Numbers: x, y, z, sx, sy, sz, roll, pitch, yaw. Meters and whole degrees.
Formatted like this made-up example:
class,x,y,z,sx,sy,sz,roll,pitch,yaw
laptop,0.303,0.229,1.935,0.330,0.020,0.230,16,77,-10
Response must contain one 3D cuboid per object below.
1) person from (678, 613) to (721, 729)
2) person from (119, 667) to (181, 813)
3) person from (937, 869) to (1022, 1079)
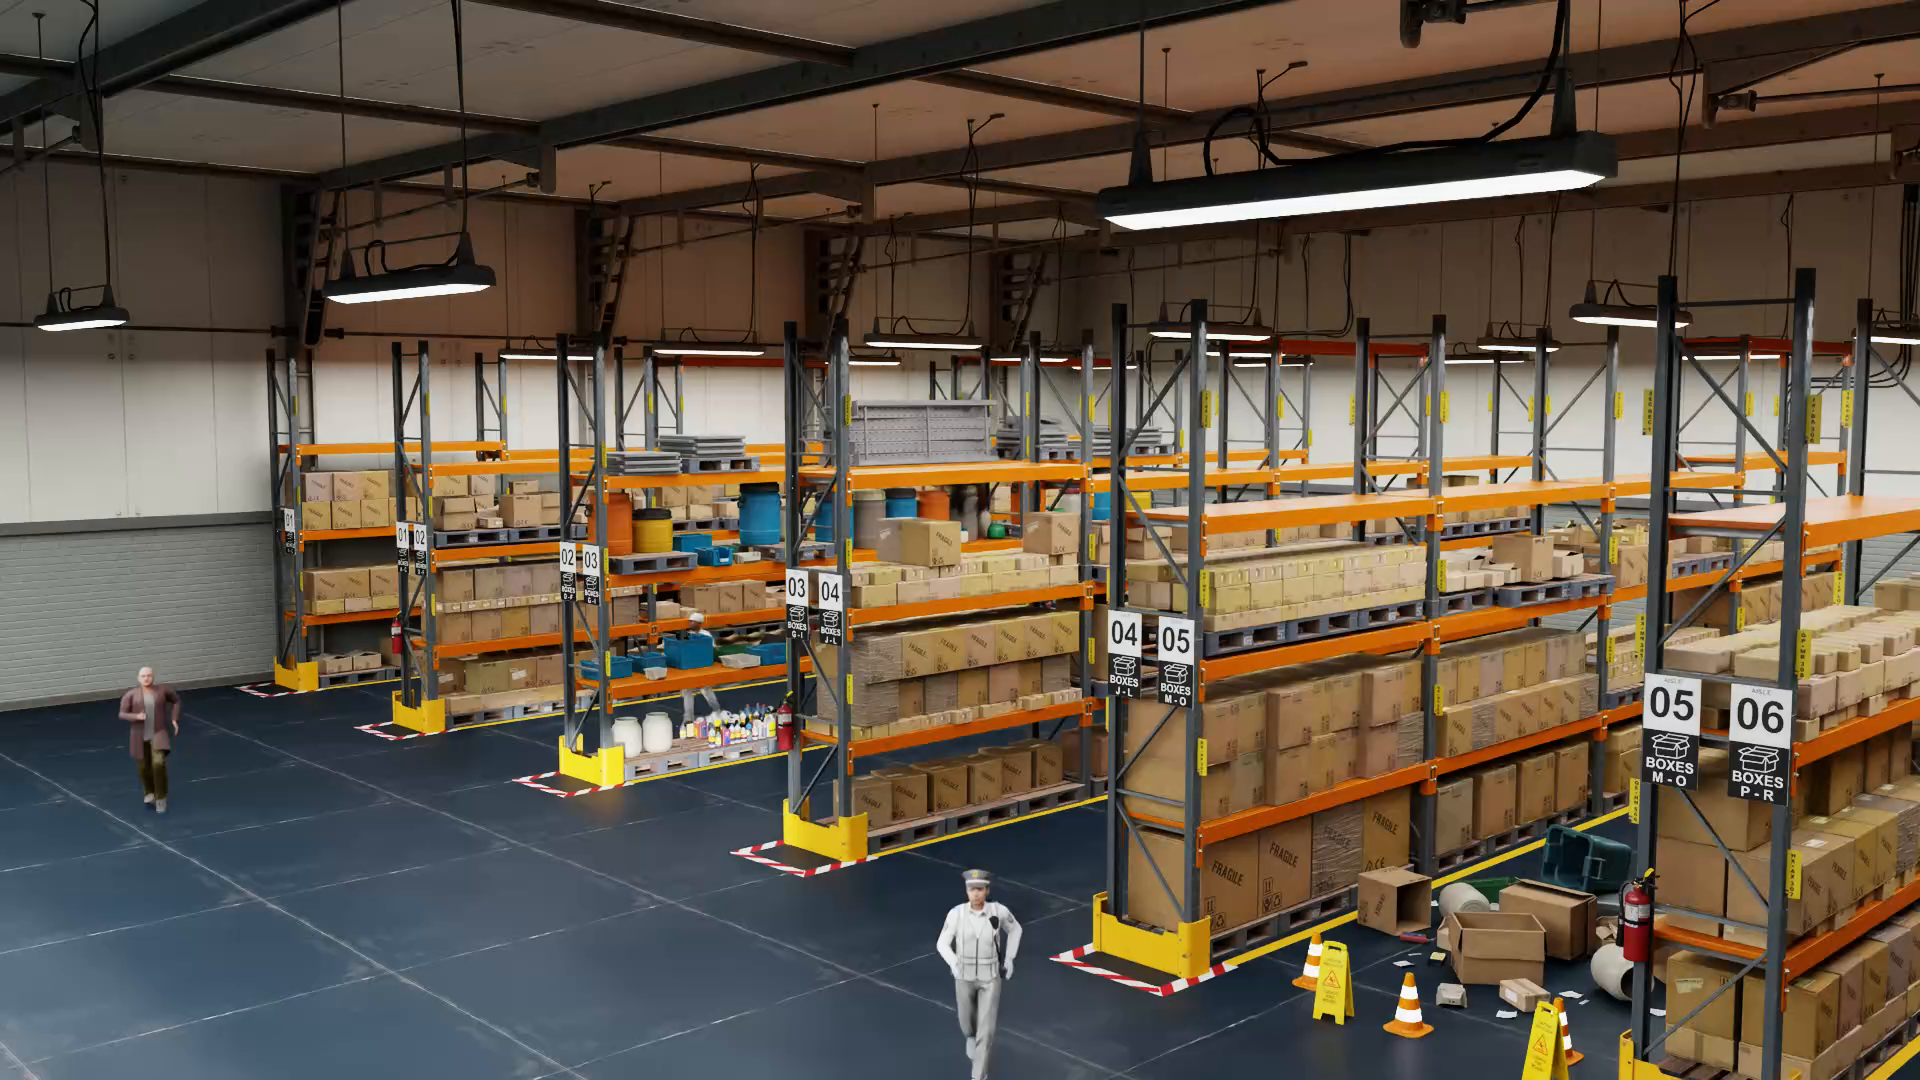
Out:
class,x,y,z,sx,sy,sz,roll,pitch,yaw
person,-4.047,2.045,26.023,0.664,1.833,0.783,4,7,42
person,-10.098,2.535,20.744,0.672,1.750,0.811,-2,5,-20
person,0.143,3.263,12.374,0.628,1.699,0.905,0,5,5
